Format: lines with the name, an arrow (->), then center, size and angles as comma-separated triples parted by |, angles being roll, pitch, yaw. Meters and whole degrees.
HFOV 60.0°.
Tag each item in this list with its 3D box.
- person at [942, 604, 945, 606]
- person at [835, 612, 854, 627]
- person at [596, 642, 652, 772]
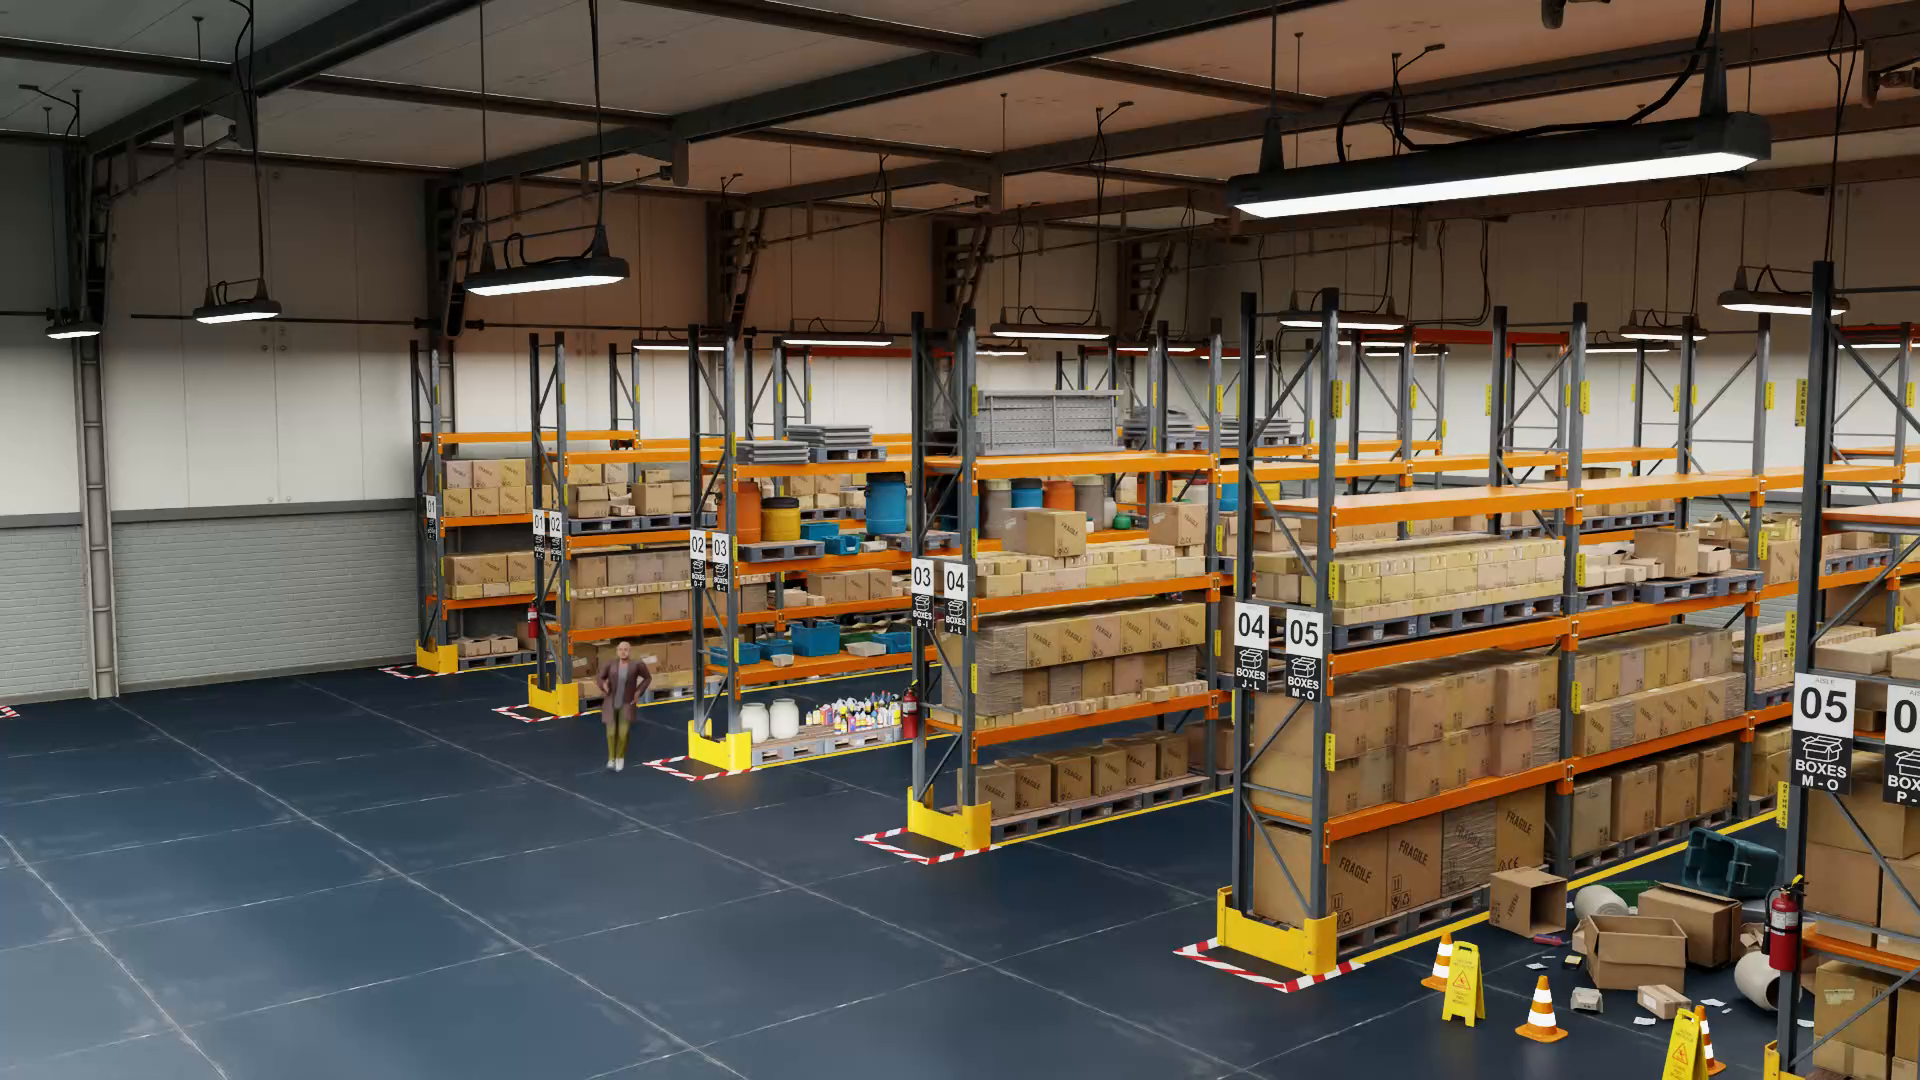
person -> -0.093, 0.986, 35.609 | 0.801, 1.841, 0.682 | -5, 7, -44
person -> -2.173, 1.402, 32.111 | 0.928, 1.596, 0.557 | -3, 6, -33
person -> -4.523, 2.243, 22.283 | 0.713, 1.773, 0.731 | 0, 5, -1
